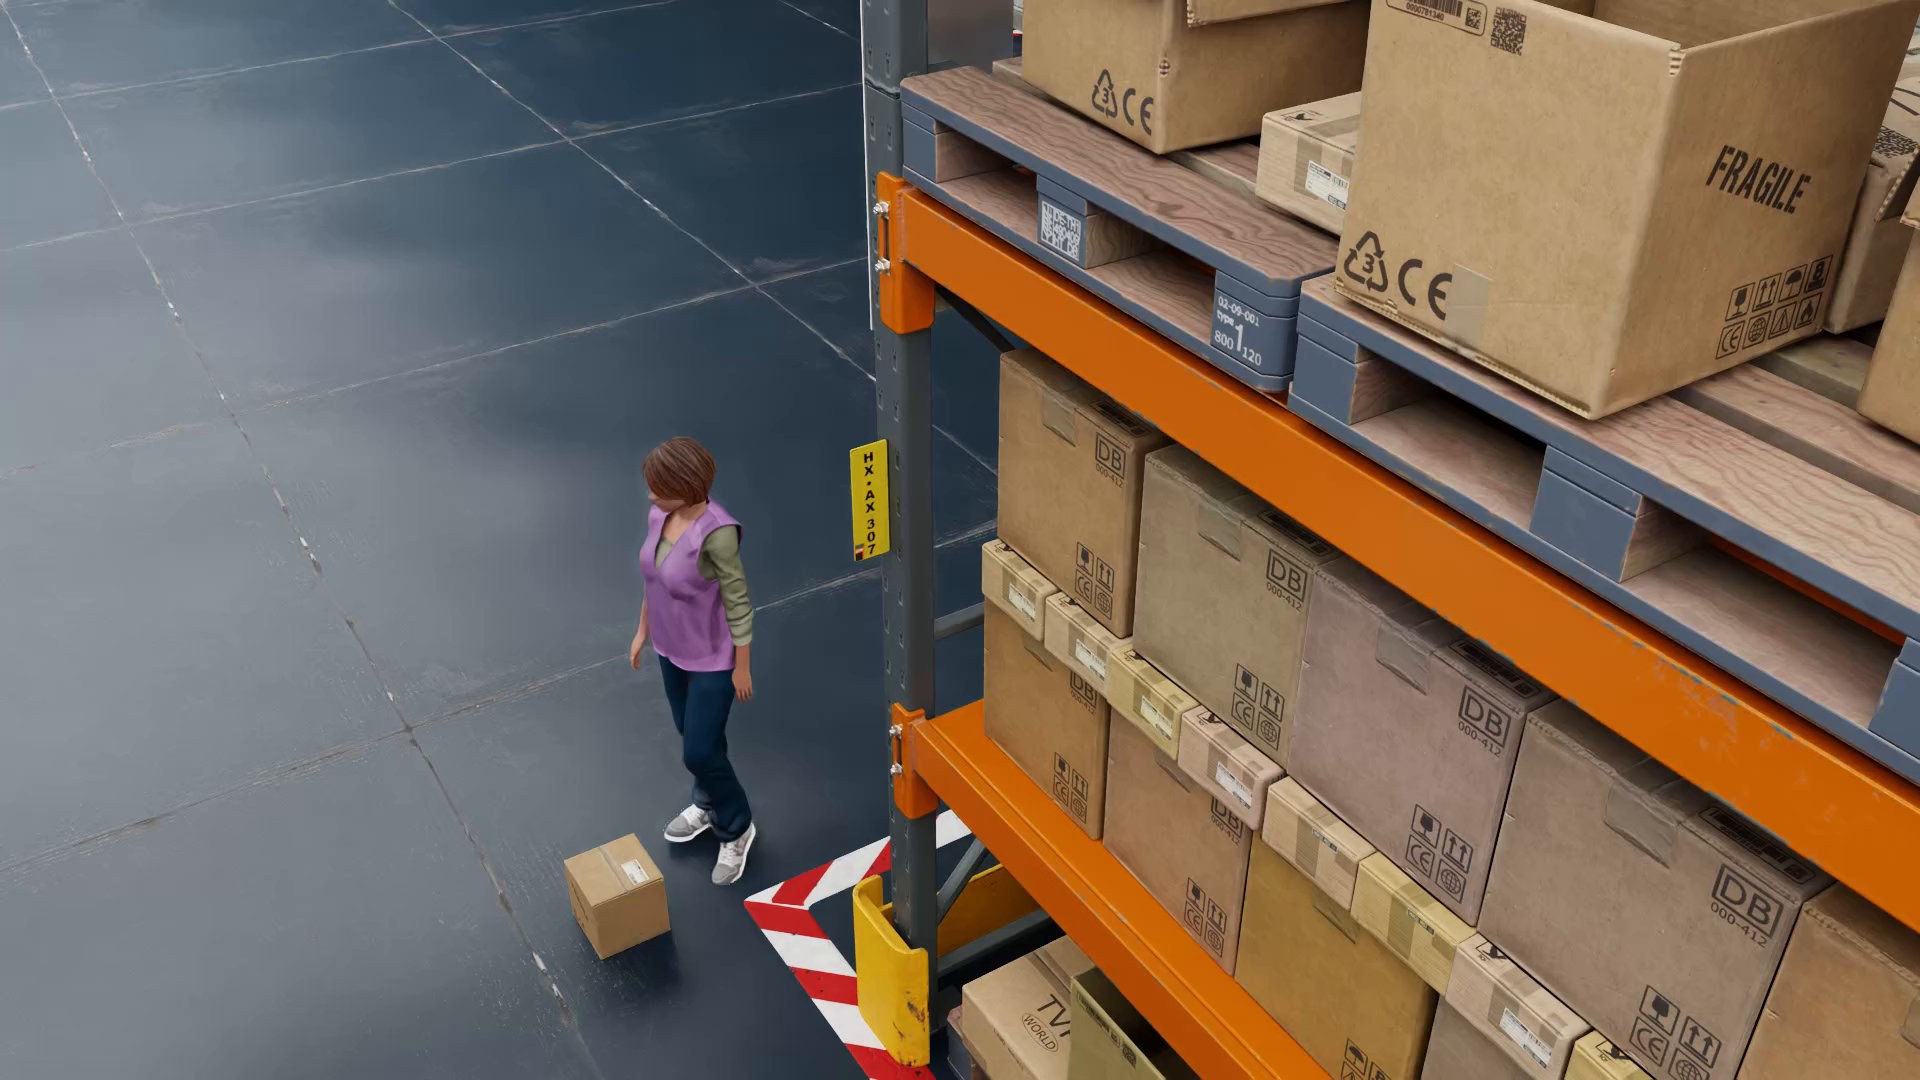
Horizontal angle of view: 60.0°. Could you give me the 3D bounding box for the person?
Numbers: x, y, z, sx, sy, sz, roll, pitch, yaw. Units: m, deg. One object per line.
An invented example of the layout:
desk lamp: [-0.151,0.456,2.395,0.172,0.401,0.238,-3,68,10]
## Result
person: [-0.875,0.398,5.543,0.335,1.646,0.459,-27,41,-35]
